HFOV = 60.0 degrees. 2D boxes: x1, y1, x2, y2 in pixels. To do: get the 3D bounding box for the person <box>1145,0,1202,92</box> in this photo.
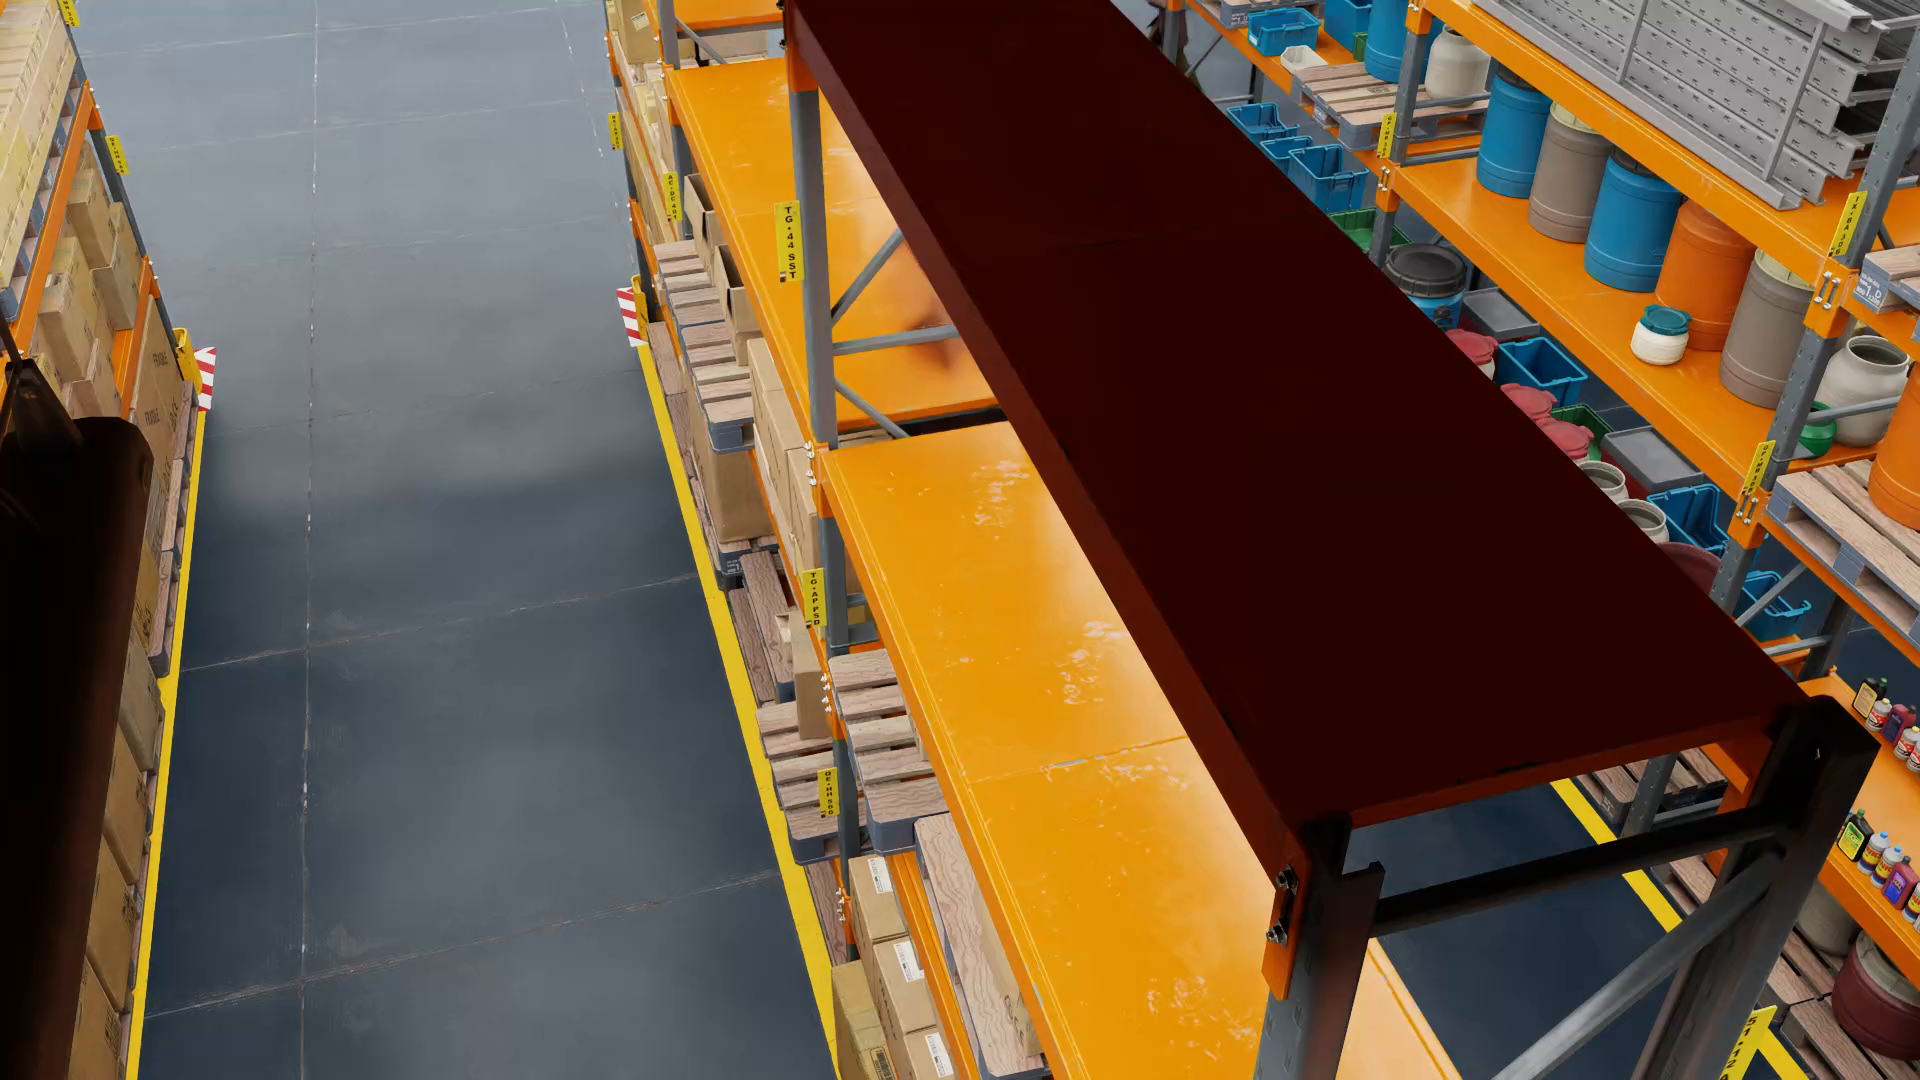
[{"bbox_3d":[2.385,-5.770,18.700,0.820,1.832,0.674,4,39,5],"label":"person"}]
